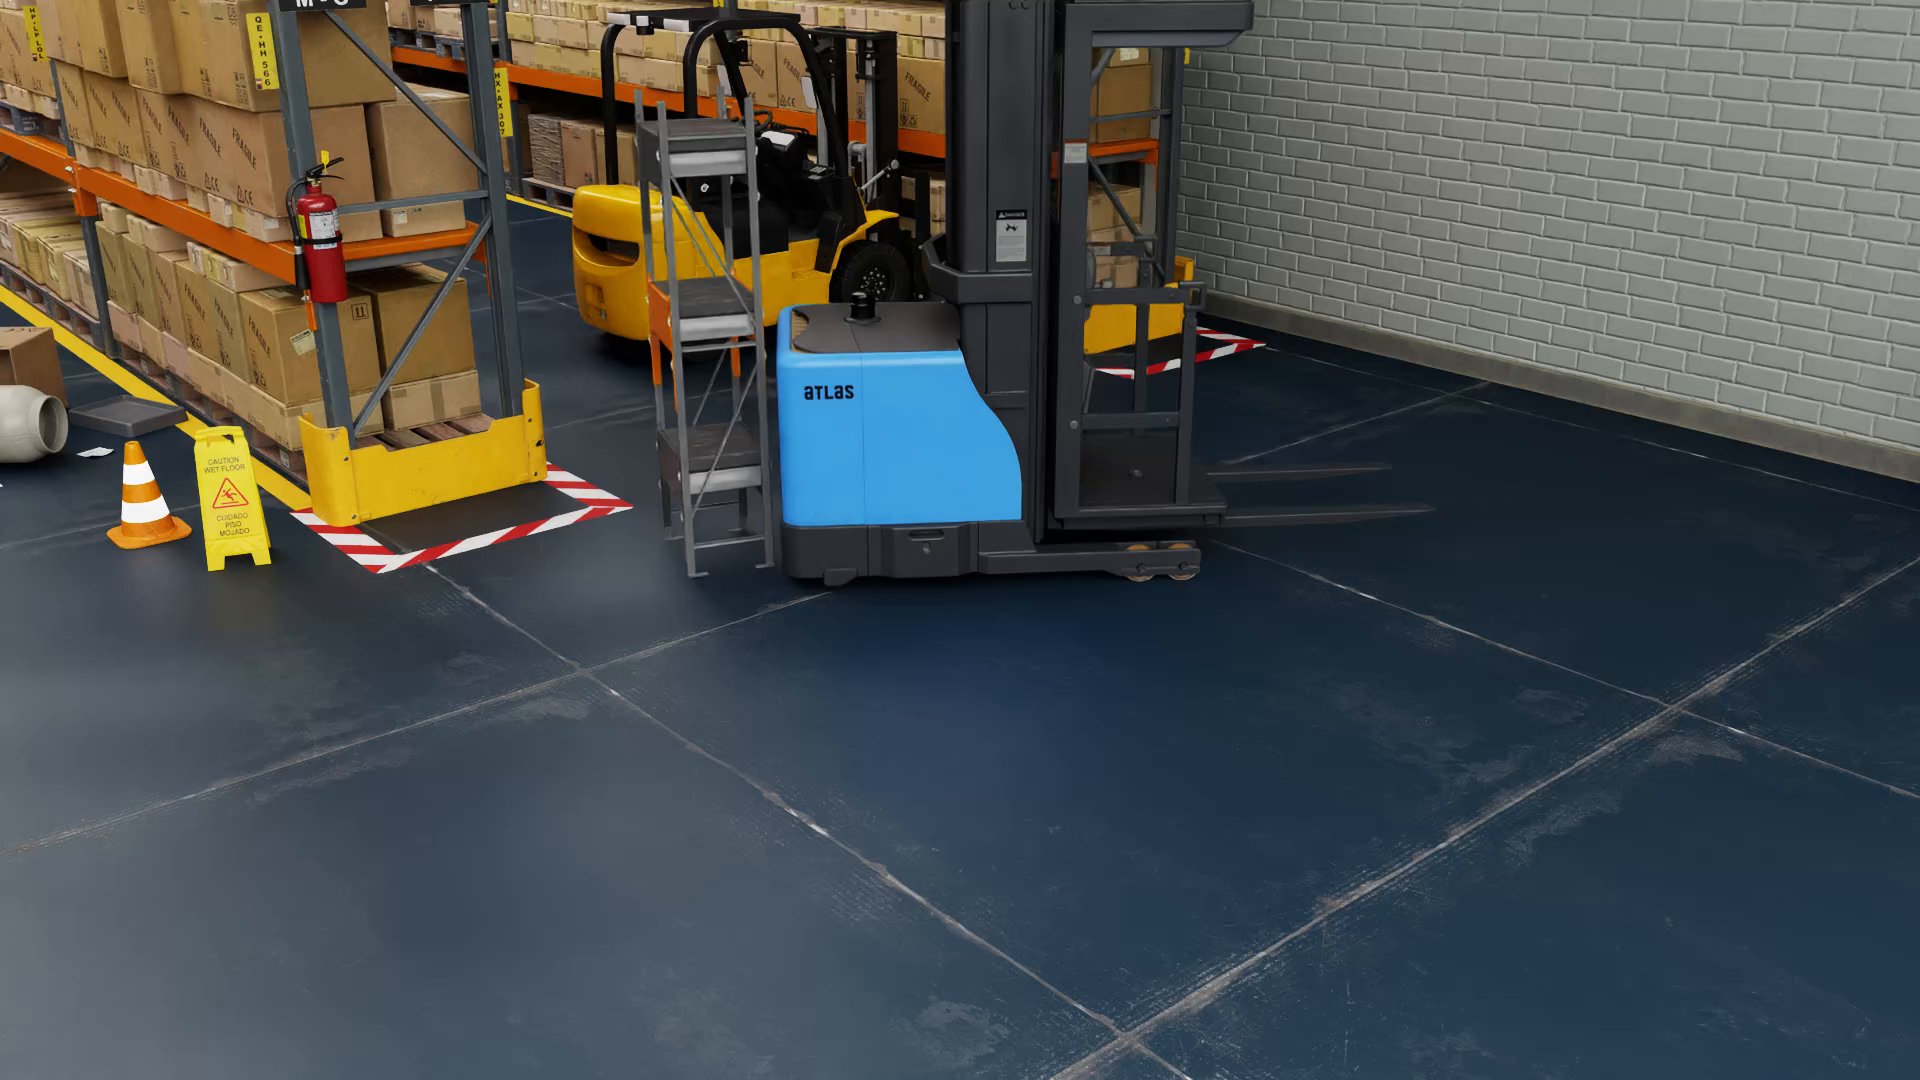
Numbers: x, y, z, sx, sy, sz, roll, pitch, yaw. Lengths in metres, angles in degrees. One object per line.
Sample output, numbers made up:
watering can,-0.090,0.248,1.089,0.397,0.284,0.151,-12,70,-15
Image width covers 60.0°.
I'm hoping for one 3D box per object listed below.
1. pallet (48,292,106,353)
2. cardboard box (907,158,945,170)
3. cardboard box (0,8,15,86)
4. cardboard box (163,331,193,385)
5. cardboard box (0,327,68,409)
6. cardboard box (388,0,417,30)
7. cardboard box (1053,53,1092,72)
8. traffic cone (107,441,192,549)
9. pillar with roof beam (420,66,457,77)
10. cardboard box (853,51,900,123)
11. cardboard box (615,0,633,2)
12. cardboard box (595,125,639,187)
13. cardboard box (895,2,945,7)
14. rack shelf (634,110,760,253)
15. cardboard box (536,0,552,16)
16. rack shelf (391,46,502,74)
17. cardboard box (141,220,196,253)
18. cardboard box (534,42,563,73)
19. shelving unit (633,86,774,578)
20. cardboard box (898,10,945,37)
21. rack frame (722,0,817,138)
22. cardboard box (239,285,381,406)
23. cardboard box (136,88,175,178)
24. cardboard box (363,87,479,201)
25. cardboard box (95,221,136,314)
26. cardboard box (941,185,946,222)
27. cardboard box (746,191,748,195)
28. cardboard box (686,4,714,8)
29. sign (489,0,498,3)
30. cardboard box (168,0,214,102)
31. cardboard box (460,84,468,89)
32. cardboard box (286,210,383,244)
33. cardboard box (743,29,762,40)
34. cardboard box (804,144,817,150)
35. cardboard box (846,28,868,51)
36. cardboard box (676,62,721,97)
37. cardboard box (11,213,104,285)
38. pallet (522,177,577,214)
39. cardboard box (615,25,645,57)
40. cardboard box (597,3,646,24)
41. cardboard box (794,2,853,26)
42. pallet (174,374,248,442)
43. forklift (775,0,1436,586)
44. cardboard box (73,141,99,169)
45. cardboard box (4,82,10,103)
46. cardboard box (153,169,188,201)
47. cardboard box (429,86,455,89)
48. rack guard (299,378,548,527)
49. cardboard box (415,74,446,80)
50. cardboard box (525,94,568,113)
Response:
pallet,-5.790,-1.637,11.874,1.003,0.211,1.213,-17,27,-37
cardboard box,-0.059,-2.778,12.787,0.500,0.250,0.500,-18,28,-38
cardboard box,-6.413,-3.455,11.571,0.500,0.500,0.500,-16,27,-36
cardboard box,-4.395,-1.118,9.919,0.500,0.250,0.500,-18,28,-38
cardboard box,-5.612,-0.938,9.690,0.500,0.500,0.500,0,21,-1
cardboard box,-5.748,-5.809,17.989,0.700,0.500,0.500,-18,27,-38
cardboard box,0.649,-3.176,10.953,0.380,0.149,0.250,-17,27,-37
traffic cone,-3.928,-0.246,7.977,0.336,0.463,0.334,-17,27,-37
pillar with roof beam,-9.778,-8.289,16.808,9.100,9.000,0.400,-17,27,-37
cardboard box,-0.435,-3.341,12.265,0.500,0.500,0.500,-17,27,-37
cardboard box,-3.065,-5.042,15.716,0.380,0.149,0.250,-18,27,-38
cardboard box,-2.865,-3.558,15.635,0.875,0.625,0.625,-19,28,-40
cardboard box,-0.274,-4.013,12.681,0.380,0.149,0.250,-18,28,-38
rack shelf,-1.139,-1.559,7.201,0.431,0.518,0.480,-8,23,-20
cardboard box,-3.787,-5.060,15.765,0.380,0.149,0.250,-17,27,-36
rack shelf,-5.440,-5.226,18.200,1.077,0.370,4.000,-17,27,-37
cardboard box,-4.549,-1.796,9.732,0.380,0.149,0.250,-16,26,-34
cardboard box,-3.705,-4.618,15.866,0.500,0.250,0.500,-18,28,-39
shelving unit,-1.138,-0.919,7.448,0.431,2.100,0.503,-8,23,-20
cardboard box,-0.215,-3.663,11.788,0.380,0.149,0.250,-17,27,-36
rack frame,-1.523,-3.903,13.837,1.000,3.000,0.127,-17,27,-37
cardboard box,-3.390,-1.039,8.690,0.500,0.500,0.500,-17,27,-37
cardboard box,-4.197,-2.308,9.218,0.500,0.500,0.500,-17,27,-37
cardboard box,-2.769,-1.997,8.426,0.500,0.500,0.500,-18,28,-38
cardboard box,-5.100,-1.758,10.525,0.500,0.500,0.500,-16,26,-35
cardboard box,0.213,-2.372,11.749,0.500,0.250,0.500,-17,27,-36
cardboard box,-1.441,-2.844,13.641,0.500,0.250,0.500,-18,27,-38
cardboard box,-2.213,-4.696,14.835,0.380,0.149,0.250,-17,27,-37
sign,-4.539,-5.379,16.125,0.100,0.325,0.005,-17,27,-37
cardboard box,-3.493,-2.497,8.330,0.700,0.500,0.500,-17,27,-37
cardboard box,-5.409,-5.067,18.769,0.380,0.149,0.250,-17,27,-37
cardboard box,-3.076,-1.551,8.175,0.380,0.149,0.250,-16,27,-36
cardboard box,-1.514,-4.101,13.315,0.380,0.149,0.250,-18,28,-38
cardboard box,-1.445,-3.076,13.547,0.500,0.250,0.500,-18,28,-38
cardboard box,-0.701,-3.741,12.395,0.380,0.149,0.250,-19,28,-39
cardboard box,-2.050,-3.910,14.060,0.500,0.250,0.500,-17,27,-36
cardboard box,-6.552,-2.226,12.583,0.950,0.372,0.625,-16,27,-36
pallet,-3.626,-3.473,16.562,1.003,0.211,1.213,-17,27,-37
cardboard box,-2.708,-4.424,14.686,0.500,0.250,0.500,-17,27,-36
cardboard box,-3.002,-4.694,14.829,0.380,0.149,0.250,-18,28,-39
cardboard box,-1.037,-4.017,12.693,0.380,0.149,0.250,-17,27,-36
pallet,-4.015,-0.908,10.012,1.003,0.211,1.213,-17,27,-37
forklift,0.675,-1.366,7.452,3.031,2.935,1.130,-2,21,-5
cardboard box,-5.318,-2.440,10.446,0.380,0.149,0.250,-18,27,-38
cardboard box,-6.481,-3.161,11.710,0.380,0.149,0.250,-17,27,-37
cardboard box,-4.305,-2.022,9.377,0.380,0.149,0.250,-18,27,-38
cardboard box,-5.813,-4.939,18.443,0.380,0.149,0.250,-16,27,-36
rack guard,-2.720,-0.473,8.505,1.175,0.500,0.348,-17,27,-37
cardboard box,-6.286,-5.414,19.656,0.380,0.149,0.250,-19,28,-39
cardboard box,-4.391,-4.640,17.680,0.380,0.149,0.250,-16,27,-36
